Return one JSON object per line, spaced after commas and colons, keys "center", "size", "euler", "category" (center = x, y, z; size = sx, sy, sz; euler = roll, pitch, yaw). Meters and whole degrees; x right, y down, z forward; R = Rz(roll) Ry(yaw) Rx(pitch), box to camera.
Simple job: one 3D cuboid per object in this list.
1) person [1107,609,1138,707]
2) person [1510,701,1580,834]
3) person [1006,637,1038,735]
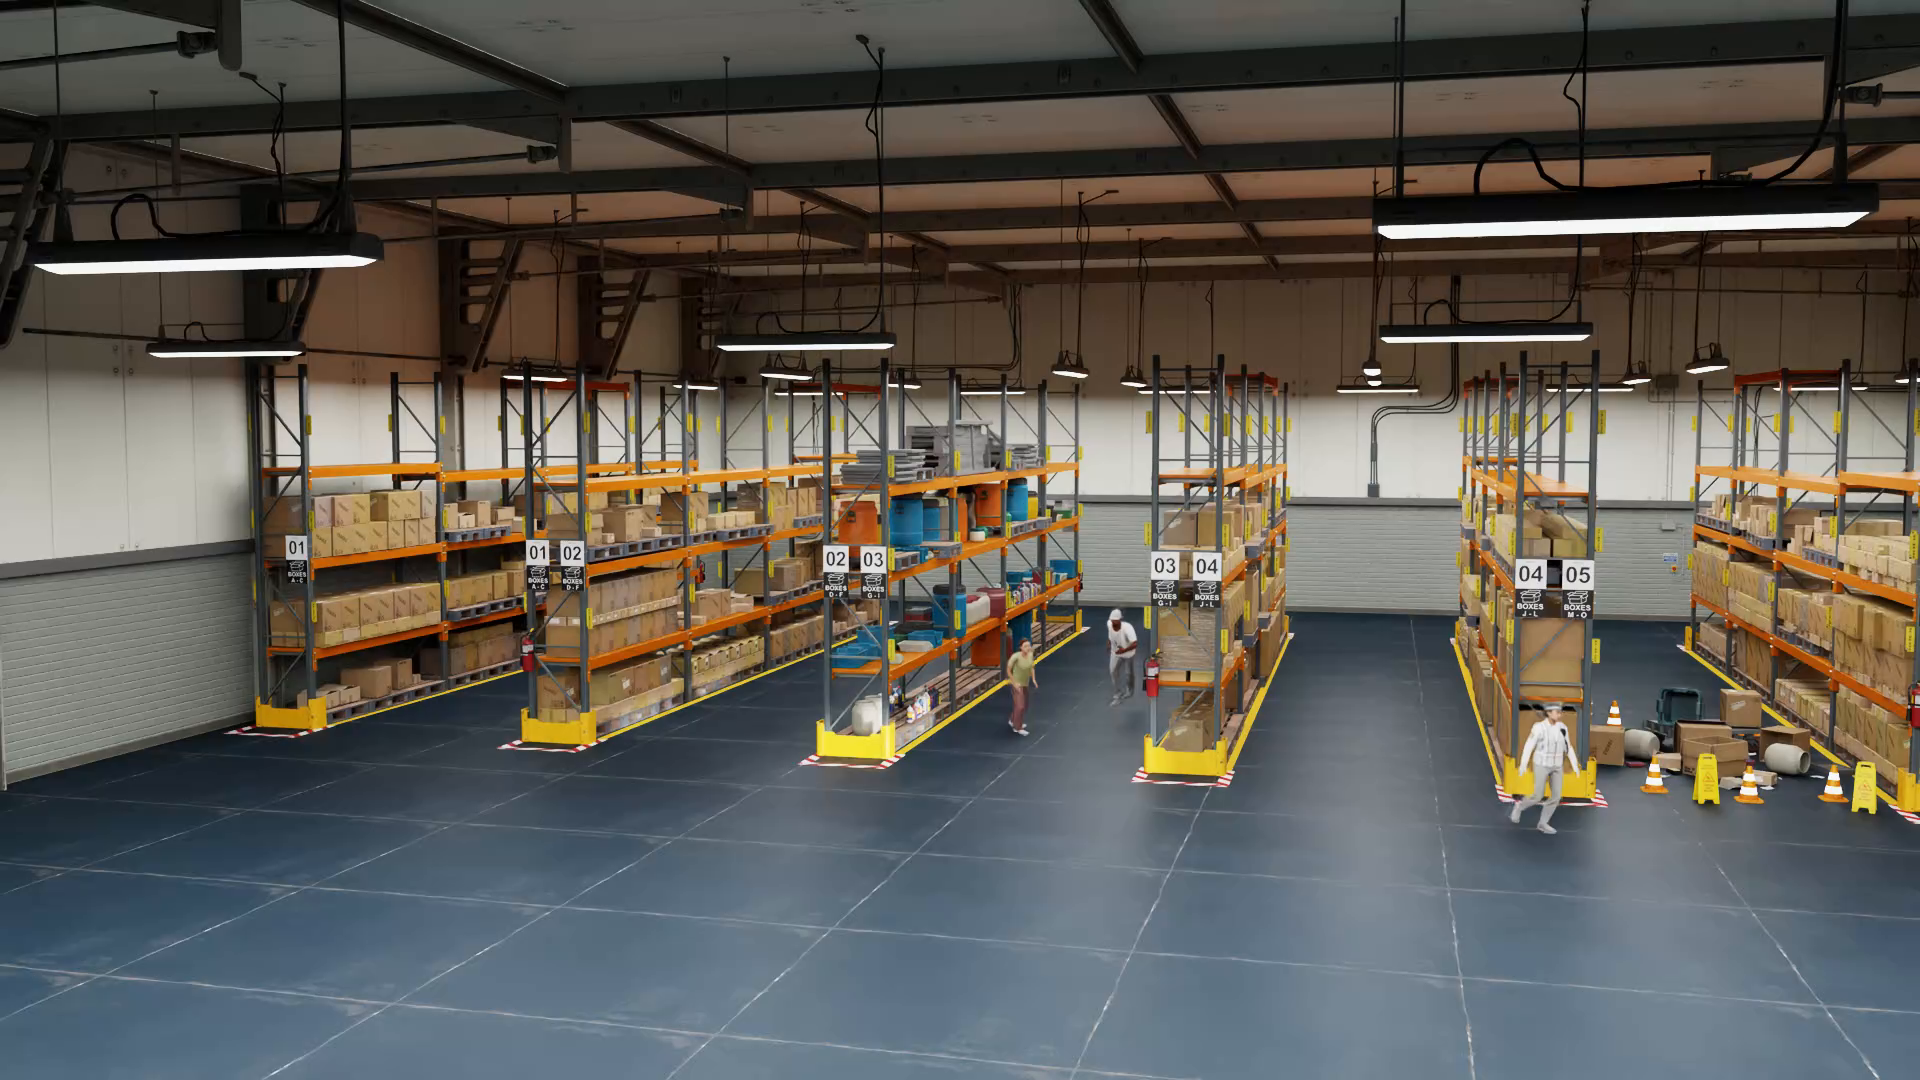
{"center": [2.778, 1.971, 28.319], "size": [0.714, 1.665, 1.040], "euler": [2, 5, 30], "category": "person"}
{"center": [7.183, 2.770, 20.444], "size": [0.642, 1.650, 0.654], "euler": [-1, 4, -15], "category": "person"}
{"center": [0.945, 2.354, 26.968], "size": [0.592, 1.613, 0.749], "euler": [-3, 5, -36], "category": "person"}
